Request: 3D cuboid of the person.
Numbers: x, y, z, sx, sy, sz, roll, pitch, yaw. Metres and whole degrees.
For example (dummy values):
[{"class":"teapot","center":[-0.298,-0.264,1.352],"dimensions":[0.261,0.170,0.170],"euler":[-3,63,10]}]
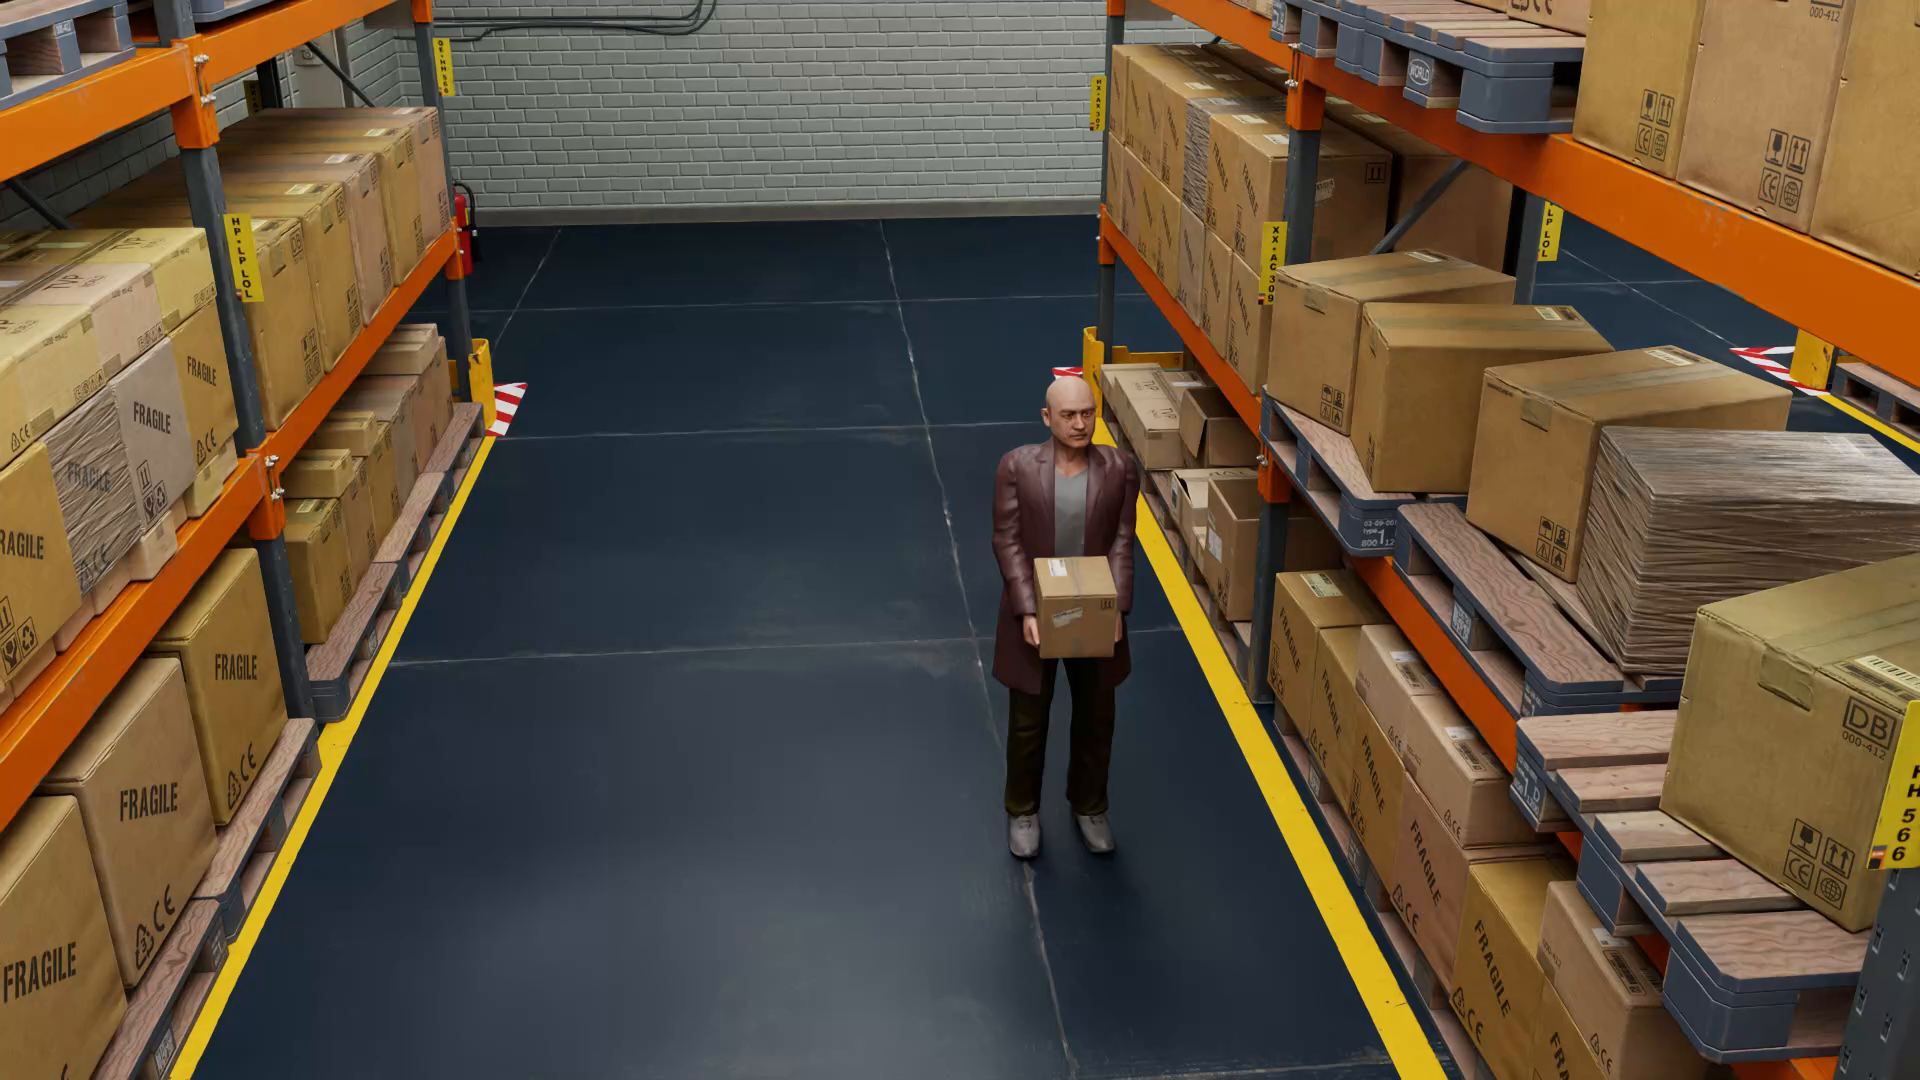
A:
[{"class":"person","center":[0.380,0.323,5.880],"dimensions":[0.529,1.772,0.561],"euler":[-2,23,-4]}]
